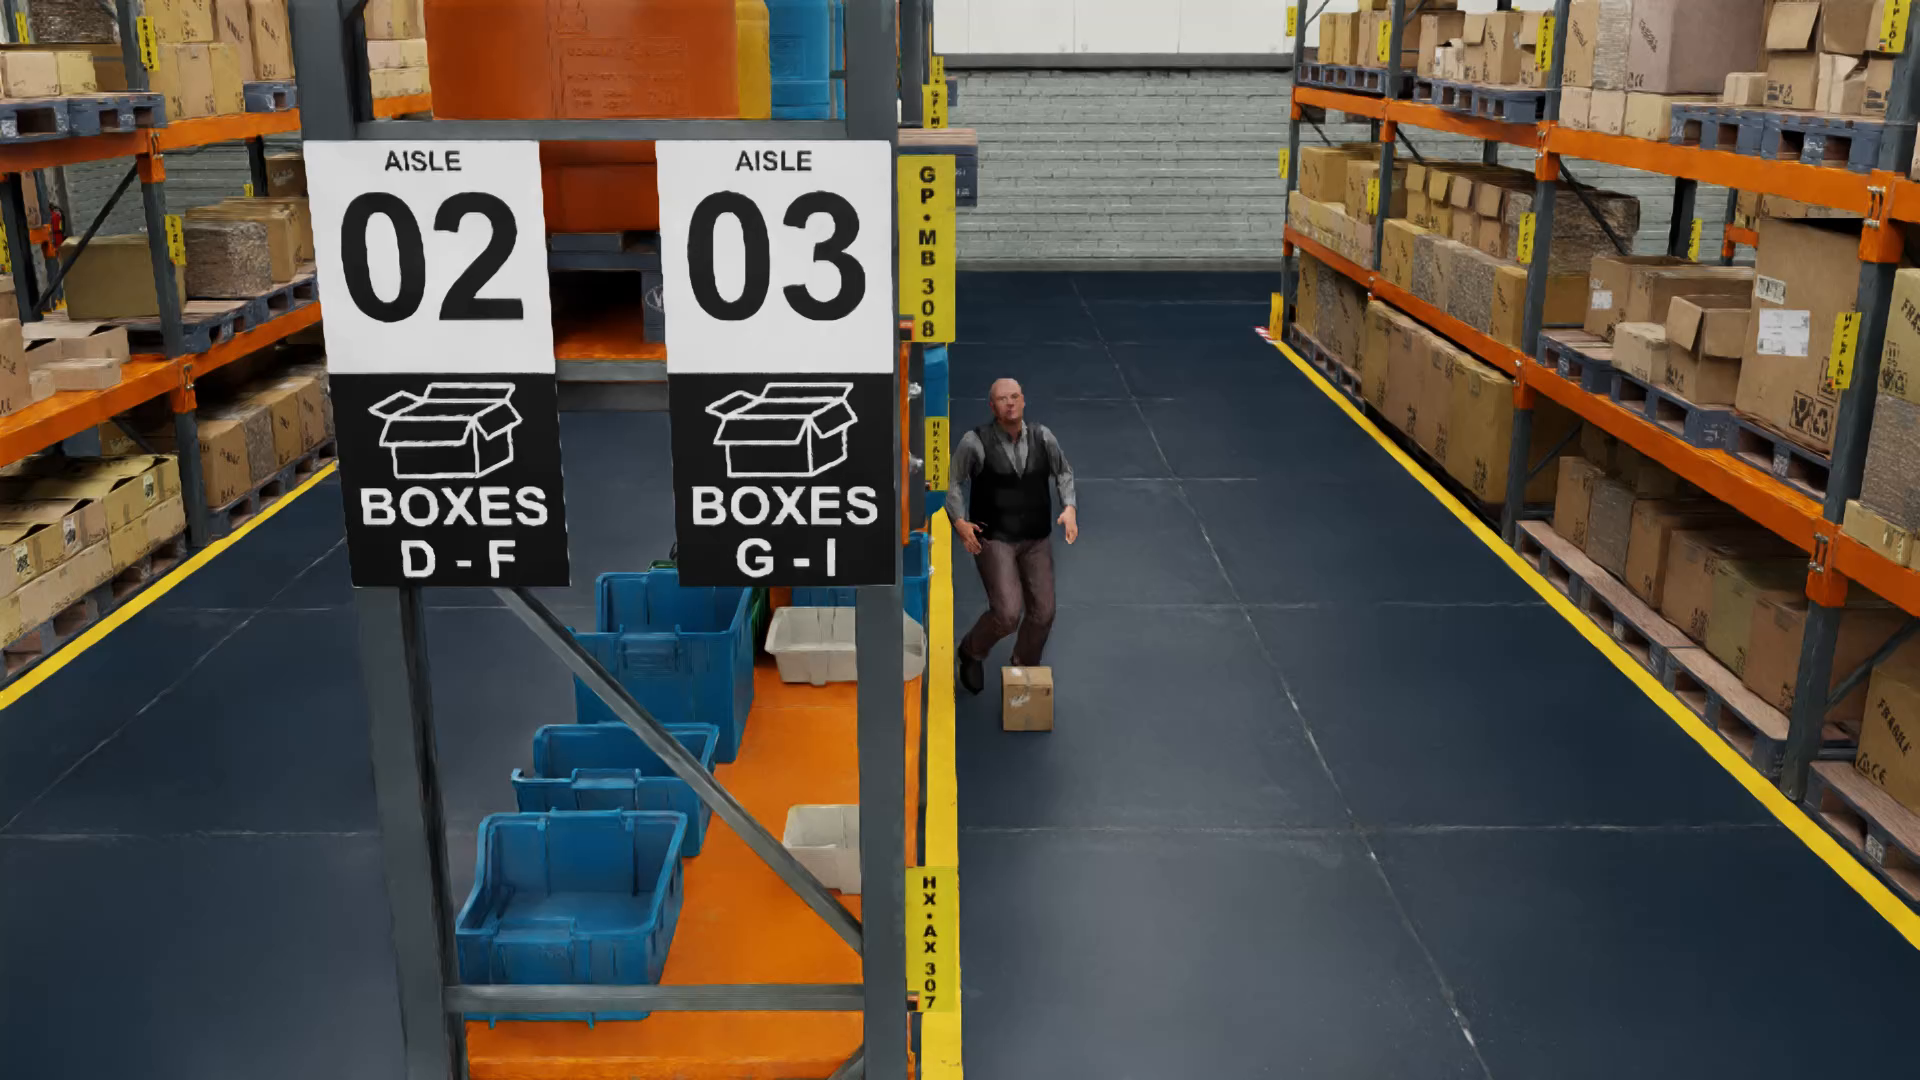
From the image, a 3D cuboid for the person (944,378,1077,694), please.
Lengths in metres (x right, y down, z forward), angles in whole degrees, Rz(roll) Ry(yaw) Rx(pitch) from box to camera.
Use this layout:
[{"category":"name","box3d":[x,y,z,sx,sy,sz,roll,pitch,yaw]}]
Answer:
[{"category":"person","box3d":[0.302,0.009,8.619,0.716,1.694,0.505,-8,19,-24]}]
